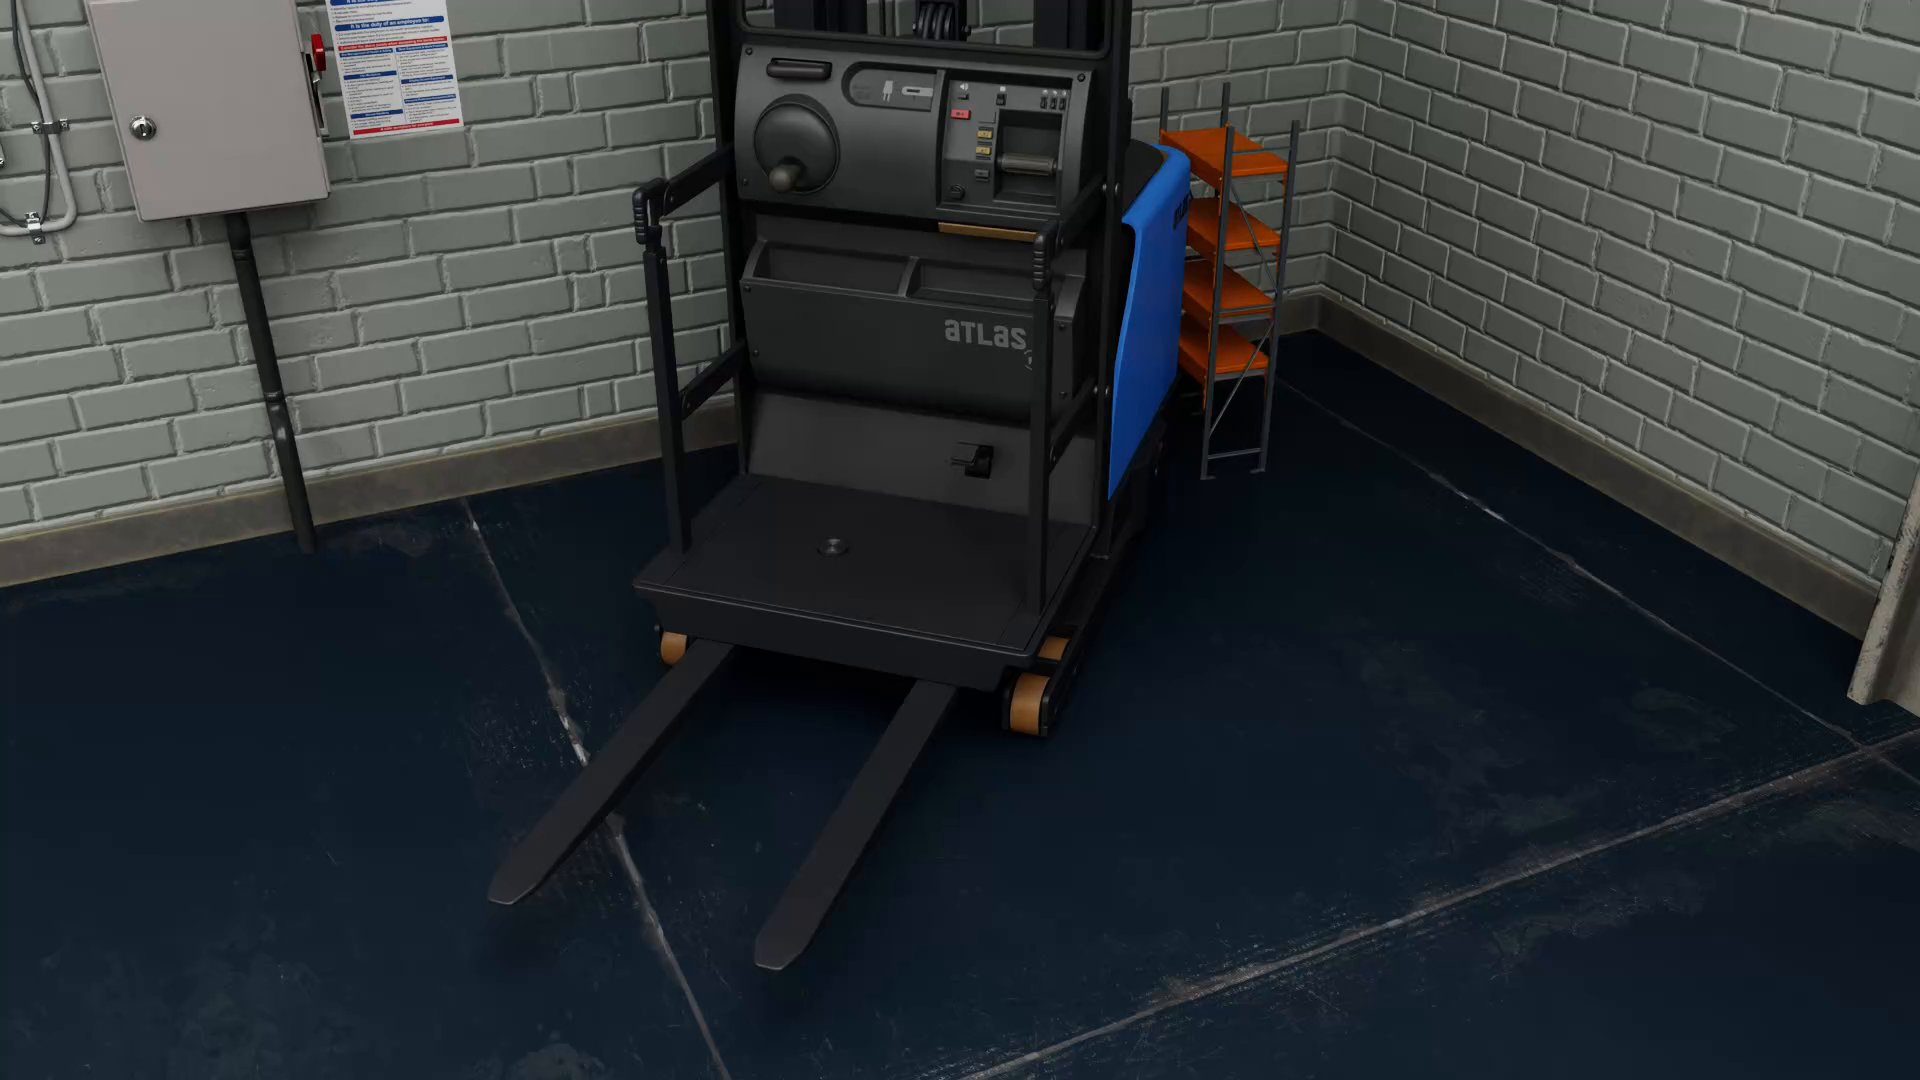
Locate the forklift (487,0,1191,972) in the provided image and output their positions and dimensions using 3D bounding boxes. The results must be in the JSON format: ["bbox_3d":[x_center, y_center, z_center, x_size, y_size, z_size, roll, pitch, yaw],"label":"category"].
[{"bbox_3d":[-0.196,-0.988,4.016,1.130,2.935,3.031,9,31,16],"label":"forklift"}]

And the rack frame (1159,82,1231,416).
[{"bbox_3d":[0.777,-0.970,5.753,0.240,1.200,0.015,-9,30,-15],"label":"rack frame"}]

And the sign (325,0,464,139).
[{"bbox_3d":[-1.642,-1.427,4.824,0.329,0.494,0.001,-13,32,-22],"label":"sign"}]

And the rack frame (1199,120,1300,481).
[{"bbox_3d":[0.923,-0.742,5.347,0.240,1.200,0.015,-9,30,-15],"label":"rack frame"}]

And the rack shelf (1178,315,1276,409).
[{"bbox_3d":[0.850,-0.624,5.680,0.258,0.148,0.480,-9,30,-15],"label":"rack shelf"}]

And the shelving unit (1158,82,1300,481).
[{"bbox_3d":[0.850,-0.856,5.550,0.258,1.200,0.503,-9,30,-15],"label":"shelving unit"}]

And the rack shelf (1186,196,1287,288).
[{"bbox_3d":[0.850,-0.993,5.474,0.258,0.148,0.480,-9,30,-15],"label":"rack shelf"}]

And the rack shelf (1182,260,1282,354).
[{"bbox_3d":[0.850,-0.798,5.583,0.258,0.148,0.480,-9,30,-15],"label":"rack shelf"}]

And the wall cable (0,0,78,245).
[{"bbox_3d":[-2.684,-1.642,4.073,0.588,1.984,0.122,-13,32,-22],"label":"wall cable"}]

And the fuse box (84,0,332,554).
[{"bbox_3d":[-2.000,-0.711,4.768,0.539,1.711,0.414,-13,32,-22],"label":"fuse box"}]

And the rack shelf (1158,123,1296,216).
[{"bbox_3d":[0.850,-1.199,5.358,0.258,0.148,0.480,-9,30,-15],"label":"rack shelf"}]
